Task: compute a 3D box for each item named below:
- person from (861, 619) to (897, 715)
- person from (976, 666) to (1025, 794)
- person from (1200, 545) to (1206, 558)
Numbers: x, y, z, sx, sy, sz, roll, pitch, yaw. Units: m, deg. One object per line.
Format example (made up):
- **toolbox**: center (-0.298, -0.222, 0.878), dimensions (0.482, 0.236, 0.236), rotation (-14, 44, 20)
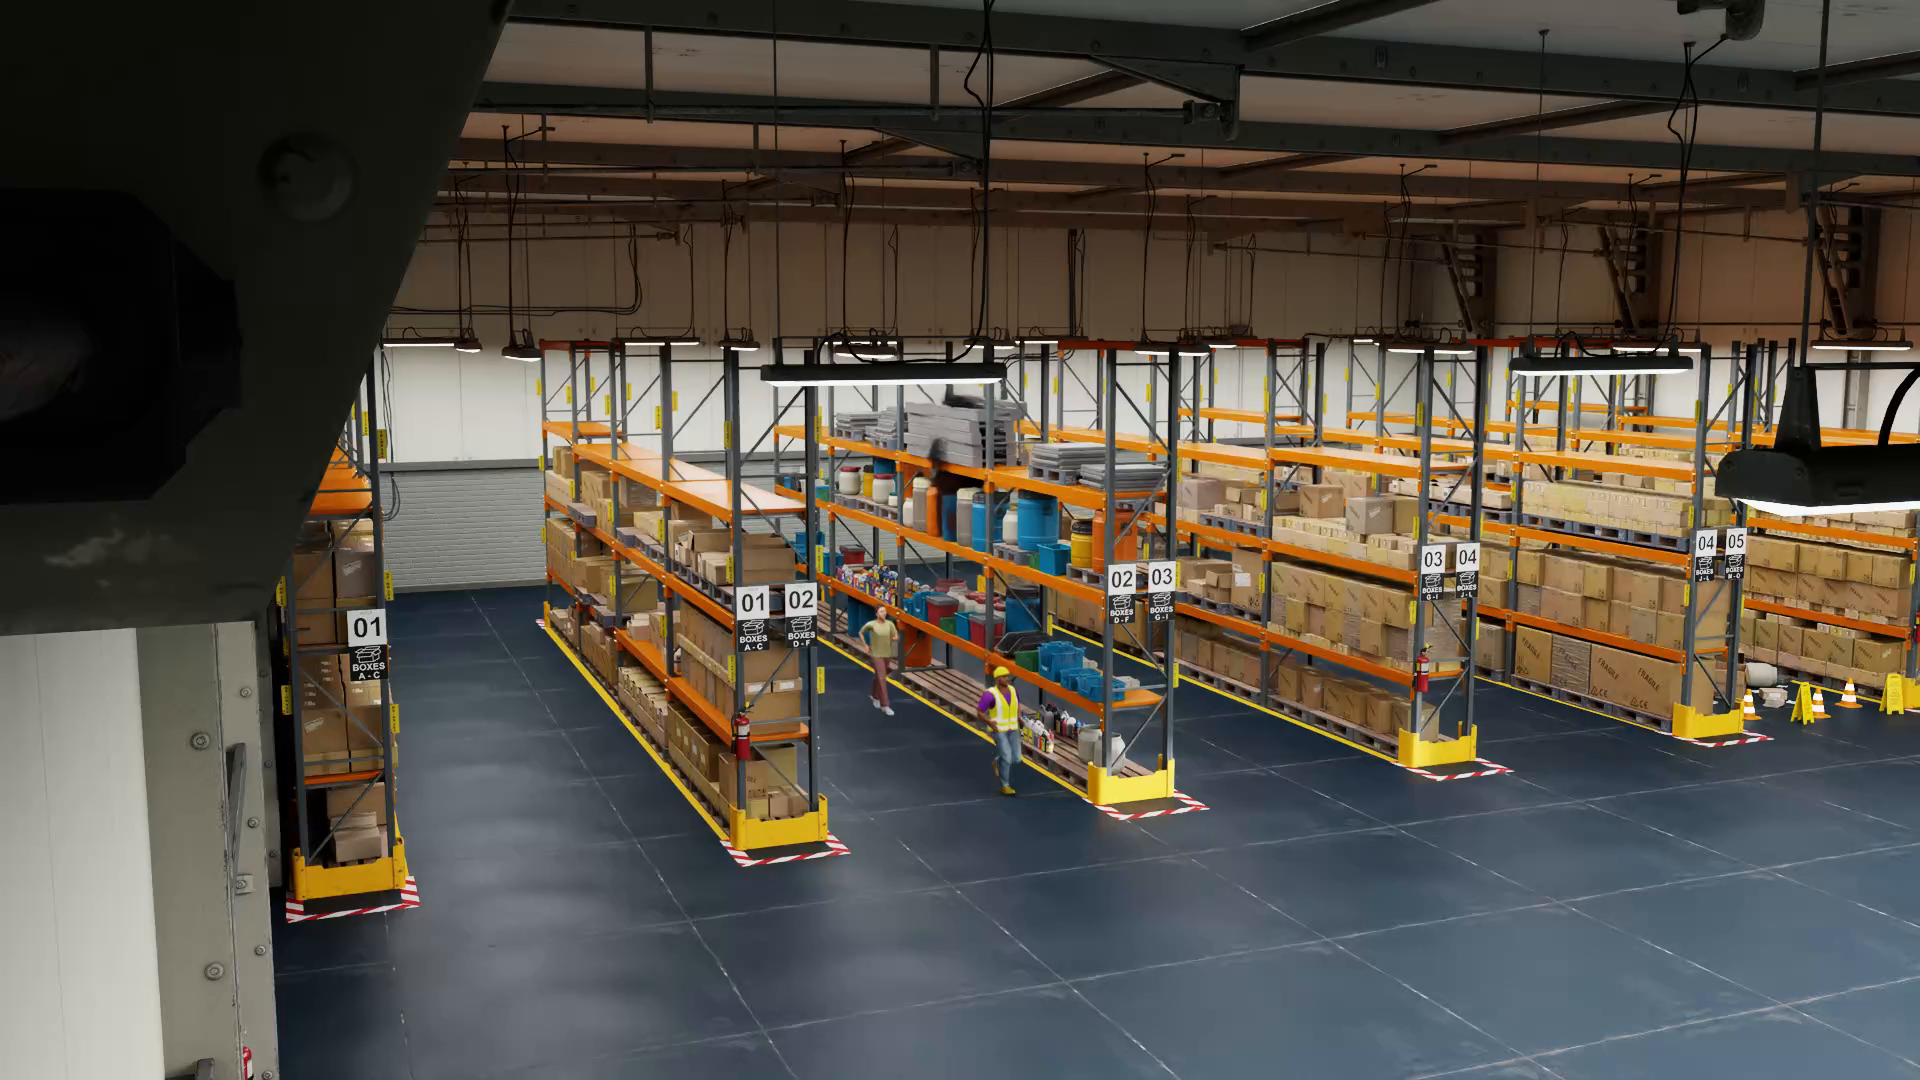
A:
- **person**: center (-1.202, 1.962, 25.874), dimensions (0.530, 1.447, 0.864), rotation (-4, 9, -31)
- **person**: center (0.561, 2.556, 22.503), dimensions (0.700, 1.718, 0.625), rotation (-5, 9, -33)
- **person**: center (6.126, 0.067, 41.871), dimensions (0.540, 1.718, 0.924), rotation (4, 8, 25)
